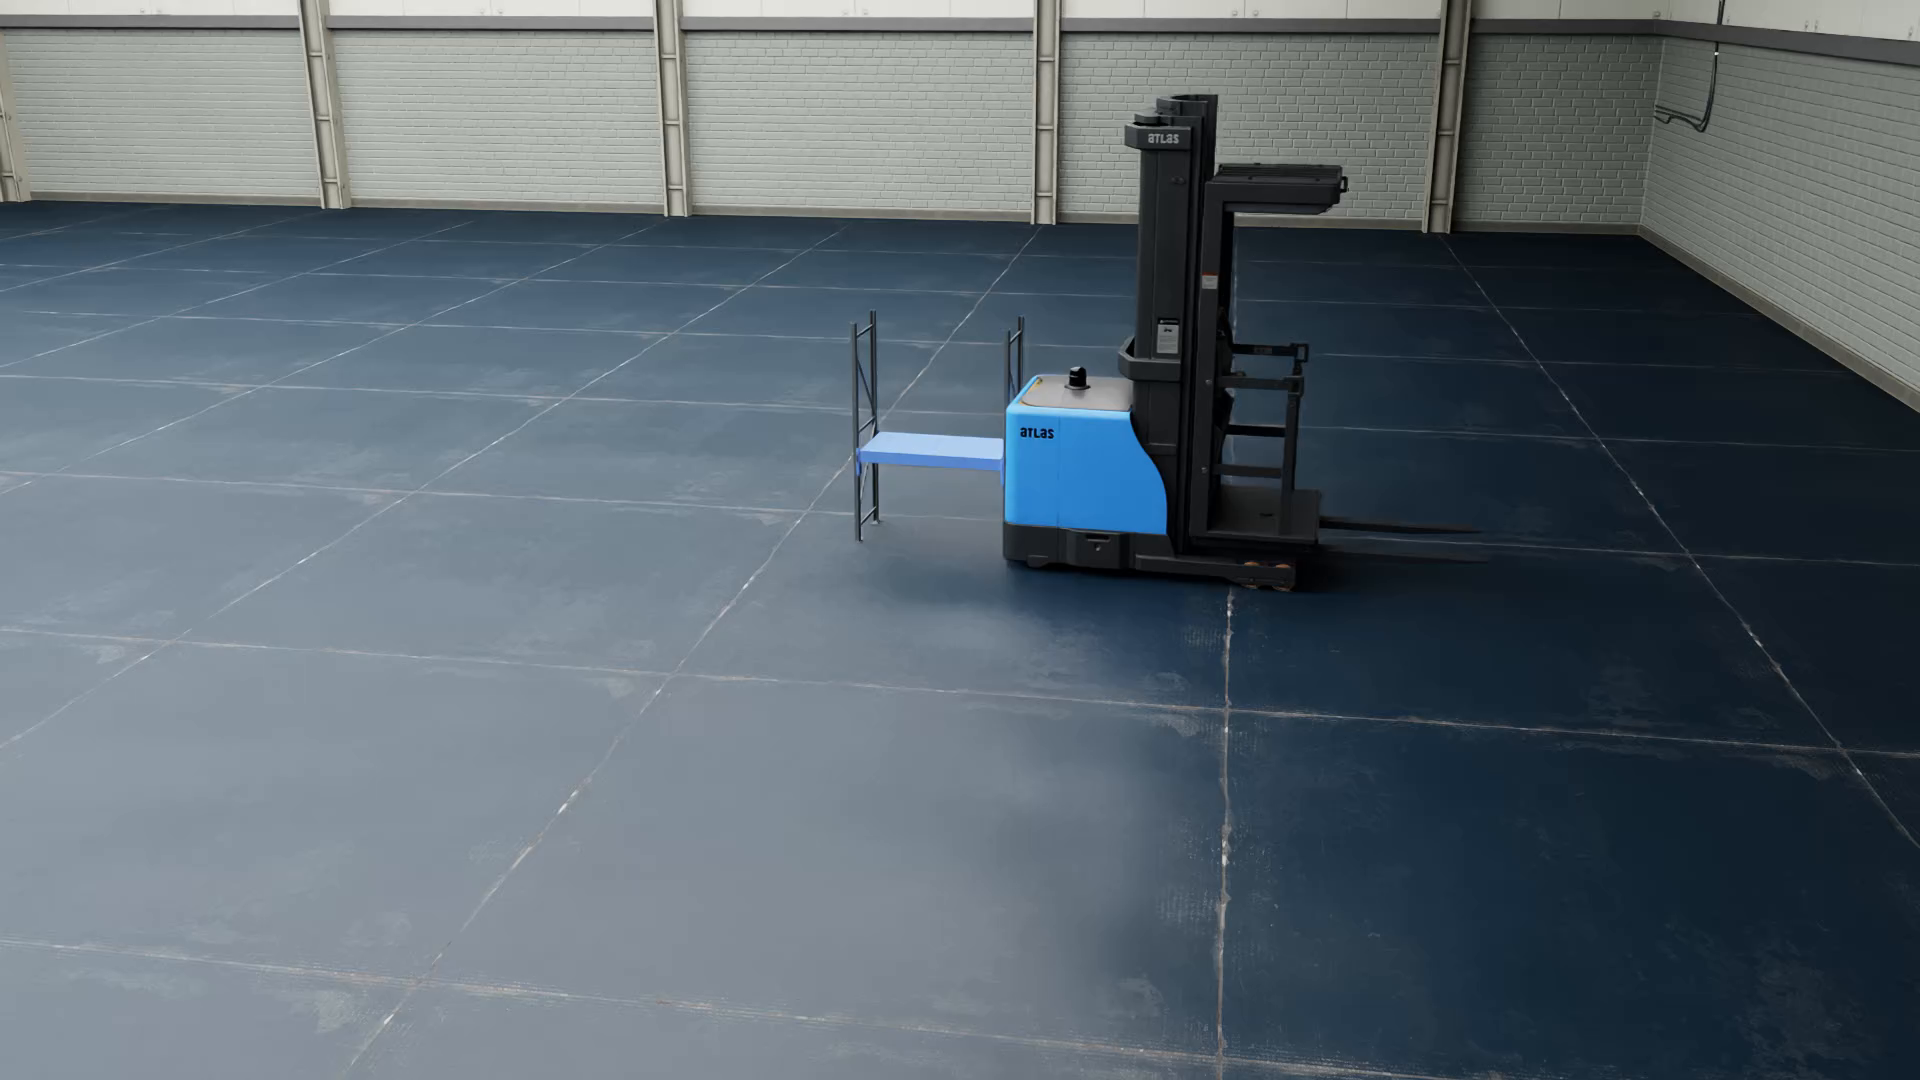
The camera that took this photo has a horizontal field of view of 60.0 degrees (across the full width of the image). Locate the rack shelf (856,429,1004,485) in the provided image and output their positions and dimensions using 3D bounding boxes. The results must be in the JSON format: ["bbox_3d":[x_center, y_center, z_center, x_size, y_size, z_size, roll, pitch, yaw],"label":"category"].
[{"bbox_3d":[-0.145,-0.562,11.187,1.000,0.185,0.538,4,19,12],"label":"rack shelf"}]

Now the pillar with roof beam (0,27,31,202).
[{"bbox_3d":[-17.123,-8.830,23.512,0.400,9.000,9.100,3,19,9],"label":"pillar with roof beam"}]

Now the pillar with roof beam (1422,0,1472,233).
[{"bbox_3d":[6.573,-7.623,19.902,0.400,9.000,9.100,3,19,9],"label":"pillar with roof beam"}]

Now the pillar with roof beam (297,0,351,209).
[{"bbox_3d":[-11.199,-8.528,22.610,0.400,9.000,9.100,3,19,9],"label":"pillar with roof beam"}]

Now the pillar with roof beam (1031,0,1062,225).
[{"bbox_3d":[0.649,-7.924,20.805,0.400,9.000,9.100,3,19,9],"label":"pillar with roof beam"}]

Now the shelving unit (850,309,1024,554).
[{"bbox_3d":[-0.145,-0.733,11.130,1.048,1.500,0.538,4,19,12],"label":"shelving unit"}]

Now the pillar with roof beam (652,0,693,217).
[{"bbox_3d":[-5.275,-8.226,21.707,0.400,9.000,9.100,3,19,9],"label":"pillar with roof beam"}]

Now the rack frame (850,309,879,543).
[{"bbox_3d":[-0.640,-0.769,11.237,0.032,1.500,0.500,4,19,12],"label":"rack frame"}]

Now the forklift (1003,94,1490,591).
[{"bbox_3d":[1.849,-1.256,10.437,3.031,2.935,1.130,4,19,12],"label":"forklift"}]

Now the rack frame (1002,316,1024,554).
[{"bbox_3d":[0.351,-0.697,11.022,0.032,1.500,0.500,4,19,12],"label":"rack frame"}]
